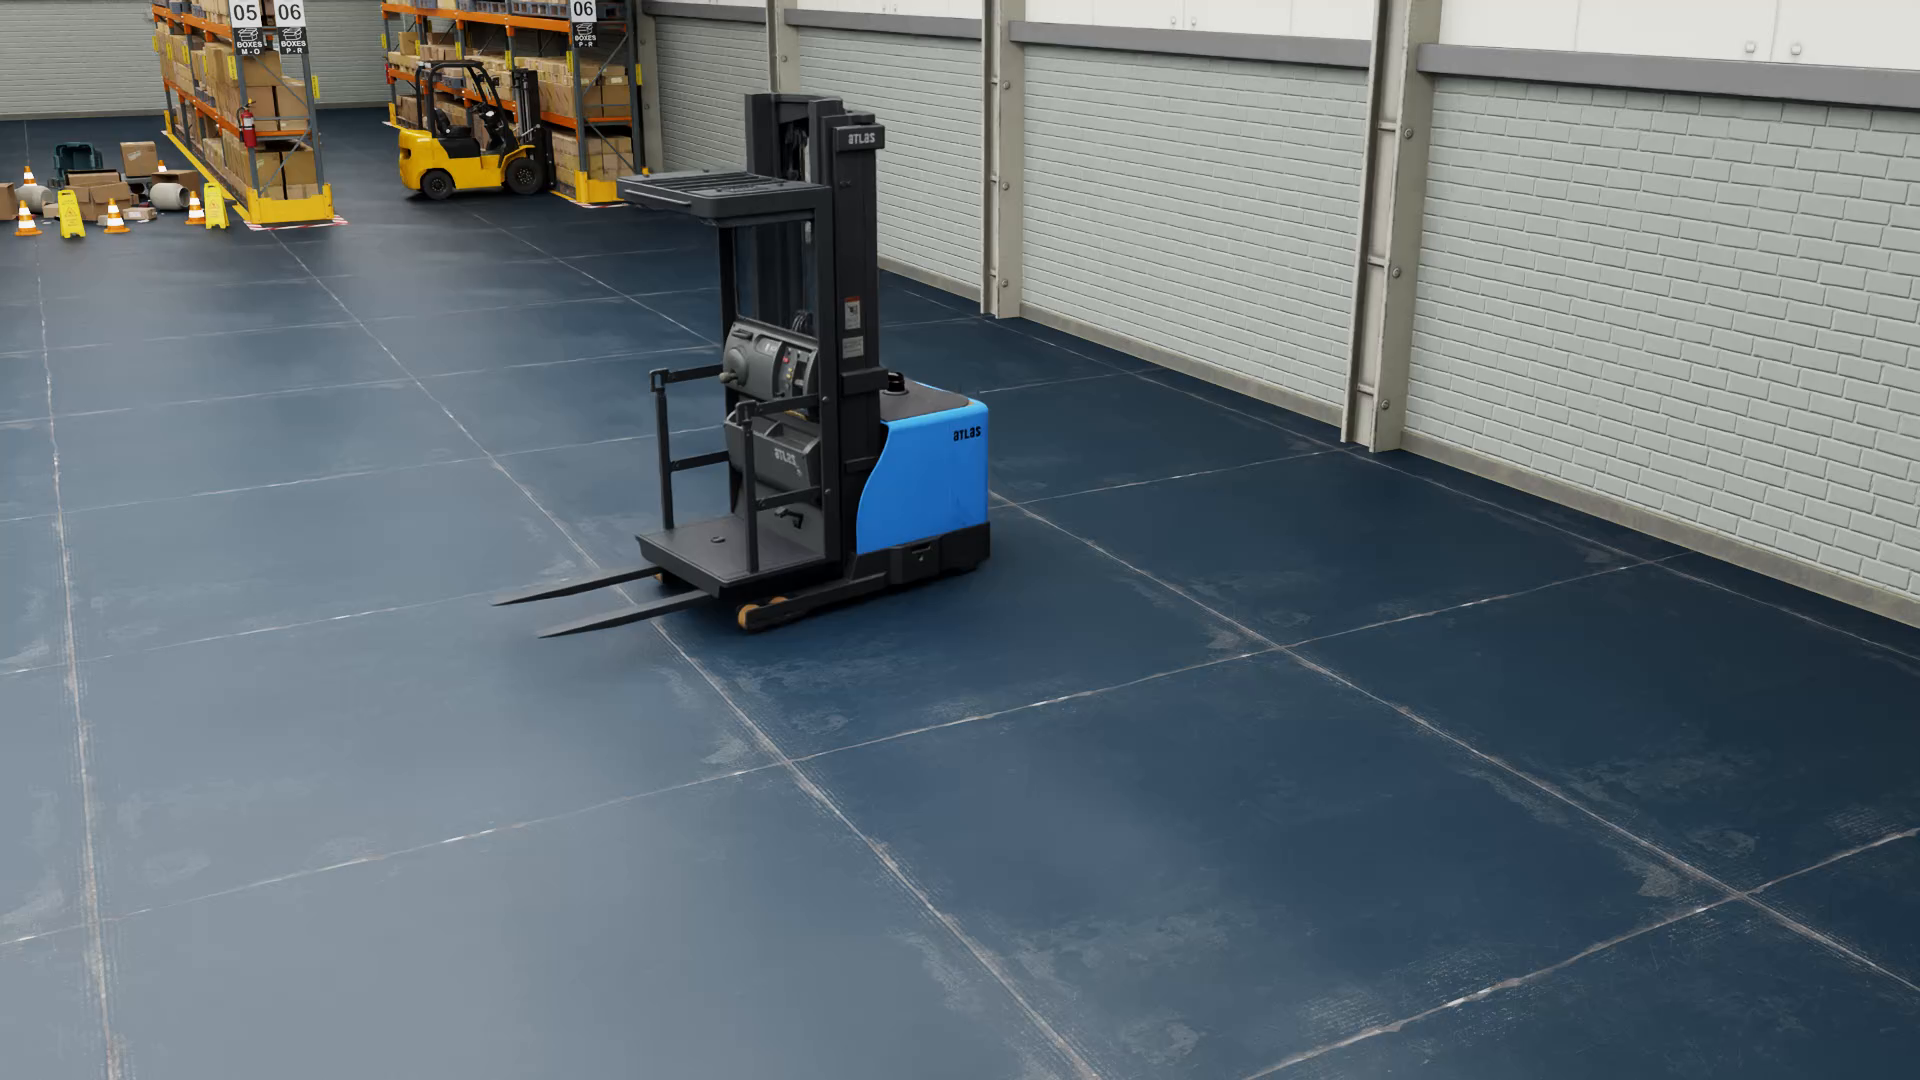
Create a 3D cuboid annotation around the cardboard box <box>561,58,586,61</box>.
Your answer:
[{"bbox_3d":[-6.794,-8.398,29.267,0.380,0.149,0.250,-10,22,-28],"label":"cardboard box"}]

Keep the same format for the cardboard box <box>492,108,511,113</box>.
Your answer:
[{"bbox_3d":[-9.478,-8.833,34.325,0.380,0.149,0.250,-9,21,-24],"label":"cardboard box"}]

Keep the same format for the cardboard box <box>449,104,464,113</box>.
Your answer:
[{"bbox_3d":[-10.567,-9.122,35.164,0.380,0.149,0.250,-11,22,-29],"label":"cardboard box"}]

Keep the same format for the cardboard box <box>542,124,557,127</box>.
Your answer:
[{"bbox_3d":[-7.418,-7.199,29.433,0.500,0.250,0.500,-10,21,-27],"label":"cardboard box"}]

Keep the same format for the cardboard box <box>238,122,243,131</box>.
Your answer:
[{"bbox_3d":[-10.656,-6.256,25.048,0.380,0.149,0.250,-10,22,-27],"label":"cardboard box"}]

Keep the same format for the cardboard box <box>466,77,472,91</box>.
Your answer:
[{"bbox_3d":[-9.509,-9.075,33.063,0.500,0.250,0.500,-10,21,-26],"label":"cardboard box"}]

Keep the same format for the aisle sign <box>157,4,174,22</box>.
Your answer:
[{"bbox_3d":[-17.959,-12.043,37.447,0.394,0.787,0.004,-10,21,-27],"label":"aisle sign"}]

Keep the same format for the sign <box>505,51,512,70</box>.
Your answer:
[{"bbox_3d":[-8.078,-8.586,29.762,0.100,0.325,0.005,-10,21,-27],"label":"sign"}]

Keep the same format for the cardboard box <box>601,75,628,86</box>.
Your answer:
[{"bbox_3d":[-5.639,-7.506,27.139,0.380,0.149,0.250,-11,22,-28],"label":"cardboard box"}]

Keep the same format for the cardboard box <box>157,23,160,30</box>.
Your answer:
[{"bbox_3d":[-17.536,-11.363,36.783,0.380,0.149,0.250,-9,21,-25],"label":"cardboard box"}]

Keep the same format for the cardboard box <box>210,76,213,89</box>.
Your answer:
[{"bbox_3d":[-12.393,-7.877,28.106,0.500,0.500,0.500,-10,22,-28],"label":"cardboard box"}]

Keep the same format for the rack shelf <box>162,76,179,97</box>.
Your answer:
[{"bbox_3d":[-16.720,-9.924,36.395,1.077,0.370,4.000,-10,21,-27],"label":"rack shelf"}]

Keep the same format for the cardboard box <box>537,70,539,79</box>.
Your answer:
[{"bbox_3d":[-7.103,-8.013,28.607,0.380,0.149,0.250,-11,22,-28],"label":"cardboard box"}]

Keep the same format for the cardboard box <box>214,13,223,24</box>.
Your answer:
[{"bbox_3d":[-11.257,-8.037,25.611,0.380,0.149,0.250,-10,22,-27],"label":"cardboard box"}]

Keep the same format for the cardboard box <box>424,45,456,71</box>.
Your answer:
[{"bbox_3d":[-11.125,-10.383,35.827,0.700,0.500,0.500,-10,21,-26],"label":"cardboard box"}]

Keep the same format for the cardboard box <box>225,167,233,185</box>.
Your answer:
[{"bbox_3d":[-11.929,-6.081,27.726,0.500,0.250,0.500,-11,22,-29],"label":"cardboard box"}]

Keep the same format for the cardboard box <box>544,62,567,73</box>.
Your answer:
[{"bbox_3d":[-6.756,-7.930,27.912,0.380,0.149,0.250,-10,21,-26],"label":"cardboard box"}]

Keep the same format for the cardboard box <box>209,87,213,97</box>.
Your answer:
[{"bbox_3d":[-12.723,-7.725,28.661,0.380,0.149,0.250,-10,22,-28],"label":"cardboard box"}]

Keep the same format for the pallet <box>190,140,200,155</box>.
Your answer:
[{"bbox_3d":[-15.338,-8.162,34.461,1.003,0.211,1.213,-10,21,-27],"label":"pallet"}]

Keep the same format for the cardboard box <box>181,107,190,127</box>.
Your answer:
[{"bbox_3d":[-16.827,-9.390,37.029,0.875,0.438,0.875,-9,21,-25],"label":"cardboard box"}]

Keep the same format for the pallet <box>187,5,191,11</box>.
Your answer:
[{"bbox_3d":[-15.292,-10.762,33.415,0.805,0.209,1.217,-11,22,-29],"label":"pallet"}]

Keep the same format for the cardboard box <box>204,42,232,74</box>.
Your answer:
[{"bbox_3d":[-11.954,-7.894,27.267,0.700,0.500,0.500,-10,22,-27],"label":"cardboard box"}]

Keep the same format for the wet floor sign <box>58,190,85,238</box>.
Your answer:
[{"bbox_3d":[-12.624,-4.635,23.573,0.267,0.644,0.232,-14,24,-36],"label":"wet floor sign"}]

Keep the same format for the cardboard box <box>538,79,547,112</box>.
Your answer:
[{"bbox_3d":[-6.901,-7.603,28.412,0.500,0.500,0.500,-10,21,-26],"label":"cardboard box"}]

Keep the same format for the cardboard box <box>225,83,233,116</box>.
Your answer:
[{"bbox_3d":[-11.041,-6.835,25.730,0.500,0.500,0.500,-10,21,-27],"label":"cardboard box"}]

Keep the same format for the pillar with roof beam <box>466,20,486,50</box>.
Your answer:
[{"bbox_3d":[-14.730,-12.968,34.918,9.100,9.000,0.400,-10,21,-27],"label":"pillar with roof beam"}]

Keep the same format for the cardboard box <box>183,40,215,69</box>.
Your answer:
[{"bbox_3d":[-14.347,-9.169,31.419,0.500,0.500,0.500,-11,22,-28],"label":"cardboard box"}]

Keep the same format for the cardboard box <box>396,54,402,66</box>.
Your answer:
[{"bbox_3d":[-12.842,-11.216,38.811,0.500,0.250,0.500,-10,22,-28],"label":"cardboard box"}]

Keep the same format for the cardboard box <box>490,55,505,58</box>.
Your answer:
[{"bbox_3d":[-9.172,-9.603,33.216,0.380,0.149,0.250,-9,21,-25],"label":"cardboard box"}]

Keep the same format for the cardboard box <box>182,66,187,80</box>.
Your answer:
[{"bbox_3d":[-14.833,-9.097,32.360,0.500,0.250,0.500,-11,22,-28],"label":"cardboard box"}]

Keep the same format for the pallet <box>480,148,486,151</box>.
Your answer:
[{"bbox_3d":[-9.148,-7.751,33.270,1.003,0.211,1.213,-10,21,-27],"label":"pallet"}]

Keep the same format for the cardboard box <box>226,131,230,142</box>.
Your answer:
[{"bbox_3d":[-11.677,-6.549,26.941,0.380,0.149,0.250,-9,21,-25],"label":"cardboard box"}]

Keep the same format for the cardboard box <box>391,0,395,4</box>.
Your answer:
[{"bbox_3d":[-12.944,-12.471,38.459,0.380,0.149,0.250,-10,21,-27],"label":"cardboard box"}]

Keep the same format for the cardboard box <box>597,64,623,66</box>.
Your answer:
[{"bbox_3d":[-5.748,-7.725,27.316,0.380,0.149,0.250,-9,21,-25],"label":"cardboard box"}]

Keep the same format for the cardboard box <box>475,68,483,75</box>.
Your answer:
[{"bbox_3d":[-9.040,-9.015,32.121,0.500,0.250,0.500,-11,22,-28],"label":"cardboard box"}]

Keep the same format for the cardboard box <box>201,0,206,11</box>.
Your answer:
[{"bbox_3d":[-12.004,-8.712,26.956,0.500,0.250,0.500,-10,22,-28],"label":"cardboard box"}]

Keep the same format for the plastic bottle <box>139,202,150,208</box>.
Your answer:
[{"bbox_3d":[-13.009,-5.343,26.522,0.133,0.061,0.283,-6,20,-17],"label":"plastic bottle"}]

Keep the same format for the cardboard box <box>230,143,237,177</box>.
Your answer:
[{"bbox_3d":[-11.420,-6.134,26.732,0.500,0.500,0.500,-9,21,-24],"label":"cardboard box"}]

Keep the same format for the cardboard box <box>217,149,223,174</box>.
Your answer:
[{"bbox_3d":[-12.567,-6.706,29.350,0.950,0.372,0.625,-9,21,-23],"label":"cardboard box"}]

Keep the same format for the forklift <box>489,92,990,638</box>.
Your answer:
[{"bbox_3d":[-1.280,-1.043,9.660,3.031,2.935,1.130,-14,24,-36],"label":"forklift"}]

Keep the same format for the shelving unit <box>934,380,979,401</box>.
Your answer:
[{"bbox_3d":[-0.025,-0.512,11.005,0.215,1.050,0.252,-10,21,-27],"label":"shelving unit"}]

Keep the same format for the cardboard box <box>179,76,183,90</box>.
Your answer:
[{"bbox_3d":[-15.318,-9.154,33.290,0.500,0.250,0.500,-10,21,-27],"label":"cardboard box"}]

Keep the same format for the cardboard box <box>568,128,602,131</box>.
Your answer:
[{"bbox_3d":[-6.473,-6.990,28.828,0.500,0.250,0.500,-10,22,-28],"label":"cardboard box"}]

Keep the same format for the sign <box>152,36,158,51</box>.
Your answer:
[{"bbox_3d":[-18.161,-11.200,37.543,0.100,0.325,0.005,-10,21,-27],"label":"sign"}]

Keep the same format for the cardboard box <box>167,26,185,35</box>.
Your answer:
[{"bbox_3d":[-16.197,-10.555,34.442,0.380,0.149,0.250,-10,22,-28],"label":"cardboard box"}]

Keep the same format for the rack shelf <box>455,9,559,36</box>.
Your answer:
[{"bbox_3d":[-8.555,-9.815,31.482,1.077,0.370,4.000,-10,21,-27],"label":"rack shelf"}]

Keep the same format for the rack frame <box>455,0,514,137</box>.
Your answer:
[{"bbox_3d":[-9.505,-9.311,33.517,1.000,3.000,0.127,-10,21,-27],"label":"rack frame"}]

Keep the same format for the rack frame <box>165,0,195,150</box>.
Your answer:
[{"bbox_3d":[-15.771,-9.690,34.614,1.000,3.000,0.127,-10,21,-27],"label":"rack frame"}]

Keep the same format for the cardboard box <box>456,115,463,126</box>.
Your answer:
[{"bbox_3d":[-10.123,-8.562,34.533,0.500,0.500,0.500,-10,22,-27],"label":"cardboard box"}]

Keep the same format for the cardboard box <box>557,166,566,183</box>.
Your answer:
[{"bbox_3d":[-6.435,-6.144,27.909,0.500,0.250,0.500,-10,21,-27],"label":"cardboard box"}]

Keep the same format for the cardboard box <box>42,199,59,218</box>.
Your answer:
[{"bbox_3d":[-13.843,-5.097,25.495,0.396,0.266,0.258,-6,20,-17],"label":"cardboard box"}]

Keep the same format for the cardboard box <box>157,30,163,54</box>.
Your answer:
[{"bbox_3d":[-17.441,-11.029,36.808,0.500,0.500,0.500,-11,22,-28],"label":"cardboard box"}]

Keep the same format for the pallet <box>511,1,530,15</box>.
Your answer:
[{"bbox_3d":[-7.177,-9.298,29.017,1.003,0.211,1.213,-10,21,-27],"label":"pallet"}]

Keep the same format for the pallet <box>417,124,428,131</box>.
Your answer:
[{"bbox_3d":[-11.729,-9.339,37.872,1.003,0.211,1.213,-10,21,-27],"label":"pallet"}]
